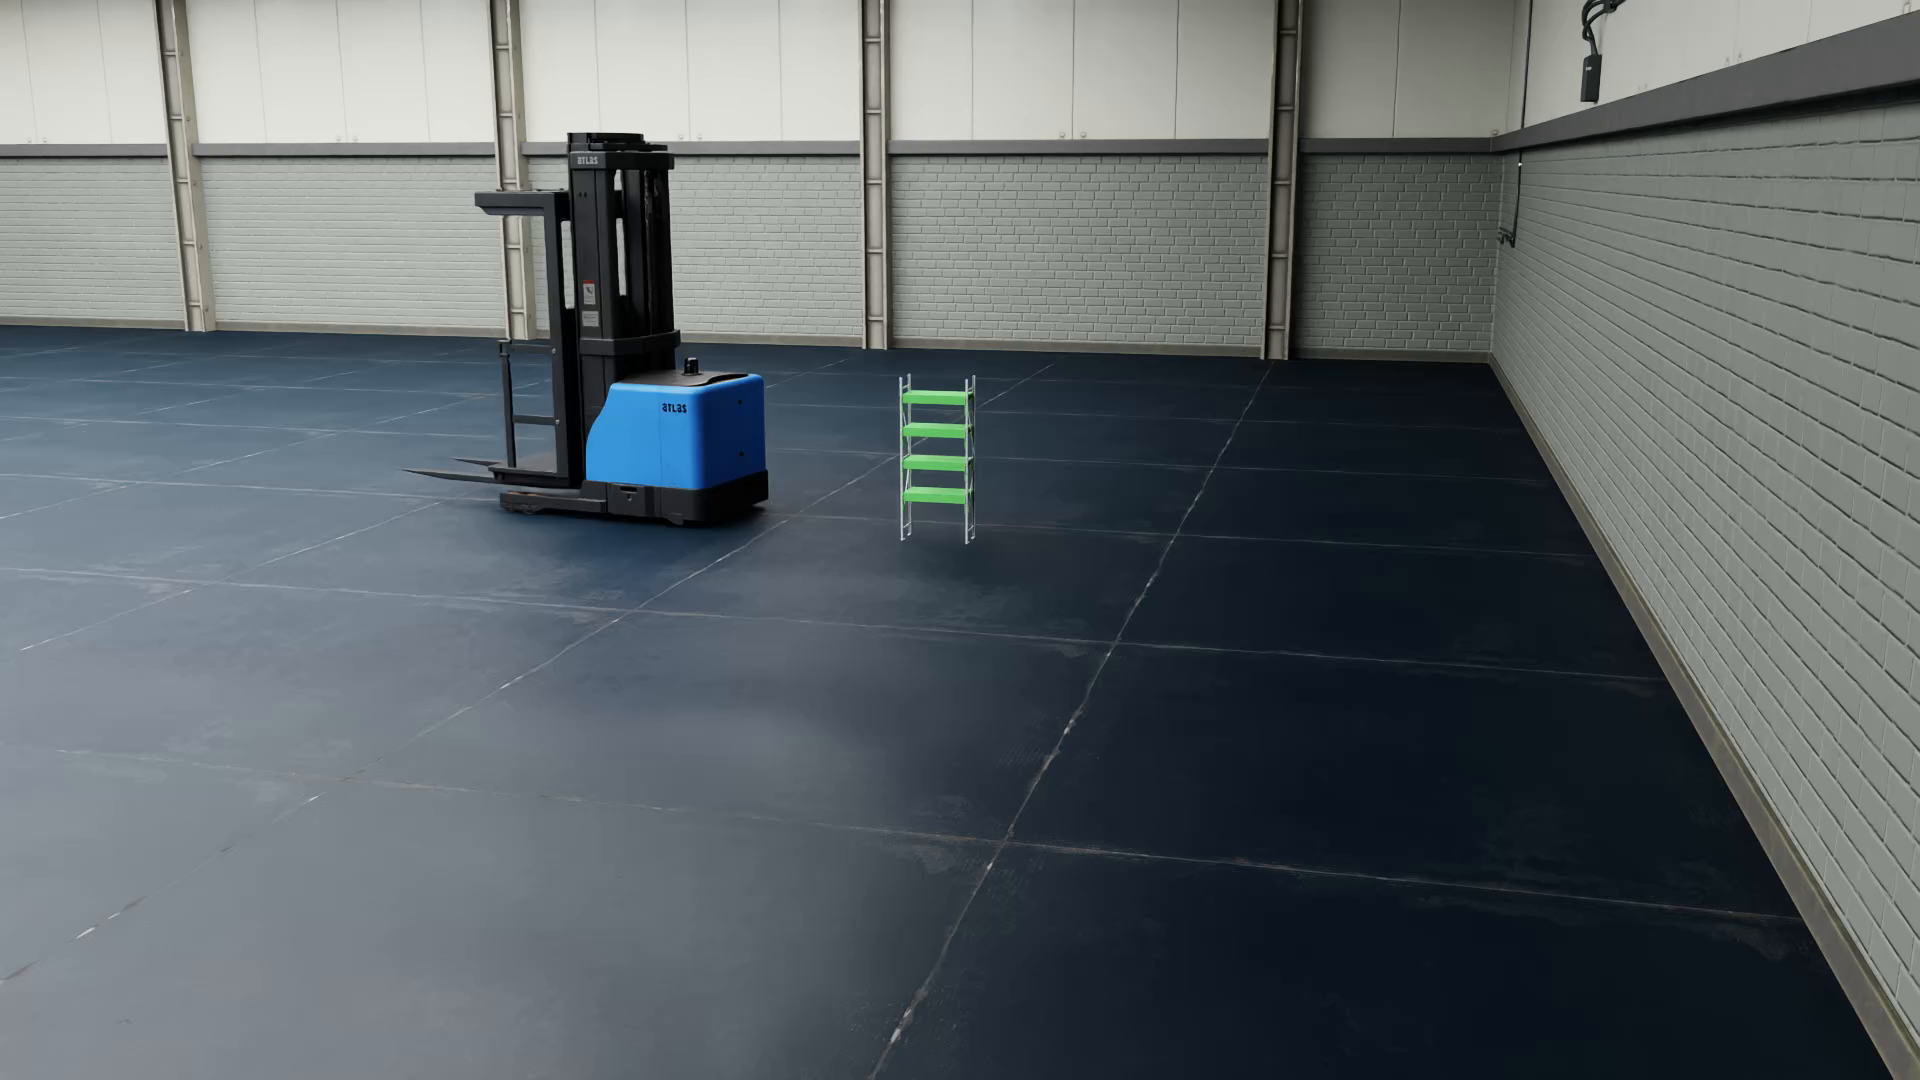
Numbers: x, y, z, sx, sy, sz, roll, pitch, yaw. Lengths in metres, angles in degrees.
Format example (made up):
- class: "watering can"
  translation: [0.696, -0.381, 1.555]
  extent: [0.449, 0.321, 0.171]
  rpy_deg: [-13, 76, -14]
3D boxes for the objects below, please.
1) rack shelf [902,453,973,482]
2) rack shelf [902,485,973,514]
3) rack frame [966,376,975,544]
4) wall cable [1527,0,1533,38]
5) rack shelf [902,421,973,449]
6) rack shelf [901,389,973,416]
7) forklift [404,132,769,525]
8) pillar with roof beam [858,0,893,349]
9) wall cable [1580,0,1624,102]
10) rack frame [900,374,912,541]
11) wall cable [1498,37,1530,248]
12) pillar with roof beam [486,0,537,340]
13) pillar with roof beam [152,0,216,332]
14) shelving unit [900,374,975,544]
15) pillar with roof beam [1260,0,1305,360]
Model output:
- class: "rack shelf"
  translation: [-0.161, -0.532, 12.156]
  extent: [0.480, 0.148, 0.258]
  rpy_deg: [3, 13, 14]
- class: "rack shelf"
  translation: [-0.161, -0.298, 12.208]
  extent: [0.480, 0.148, 0.258]
  rpy_deg: [3, 13, 14]
- class: "rack frame"
  translation: [0.076, -0.582, 12.085]
  extent: [0.015, 1.200, 0.240]
  rpy_deg: [3, 13, 14]
- class: "wall cable"
  translation: [6.458, -6.973, 18.398]
  extent: [0.112, 2.526, 3.097]
  rpy_deg: [3, 13, 14]
- class: "rack shelf"
  translation: [-0.161, -0.766, 12.104]
  extent: [0.480, 0.148, 0.258]
  rpy_deg: [3, 13, 14]
- class: "rack shelf"
  translation: [-0.161, -1.001, 12.052]
  extent: [0.480, 0.148, 0.258]
  rpy_deg: [3, 13, 14]
- class: "forklift"
  translation: [-3.109, -1.732, 13.274]
  extent: [3.031, 2.935, 1.130]
  rpy_deg: [5, 14, 23]
- class: "pillar with roof beam"
  translation: [-2.294, -6.430, 20.438]
  extent: [0.400, 9.000, 9.100]
  rpy_deg: [3, 13, 14]
- class: "wall cable"
  translation: [4.816, -6.257, 11.810]
  extent: [0.169, 6.003, 2.305]
  rpy_deg: [3, 13, 14]
- class: "rack frame"
  translation: [-0.398, -0.607, 12.200]
  extent: [0.015, 1.200, 0.240]
  rpy_deg: [3, 13, 14]
- class: "wall cable"
  translation: [7.106, -5.077, 21.509]
  extent: [0.112, 2.526, 3.097]
  rpy_deg: [3, 13, 14]
- class: "pillar with roof beam"
  translation: [-8.119, -6.741, 21.842]
  extent: [0.400, 9.000, 9.100]
  rpy_deg: [3, 13, 14]
- class: "pillar with roof beam"
  translation: [-13.944, -7.052, 23.245]
  extent: [0.400, 9.000, 9.100]
  rpy_deg: [3, 13, 14]
- class: "shelving unit"
  translation: [-0.161, -0.594, 12.143]
  extent: [0.503, 1.200, 0.258]
  rpy_deg: [3, 13, 14]
- class: "pillar with roof beam"
  translation: [3.531, -6.118, 19.035]
  extent: [0.400, 9.000, 9.100]
  rpy_deg: [3, 13, 14]
